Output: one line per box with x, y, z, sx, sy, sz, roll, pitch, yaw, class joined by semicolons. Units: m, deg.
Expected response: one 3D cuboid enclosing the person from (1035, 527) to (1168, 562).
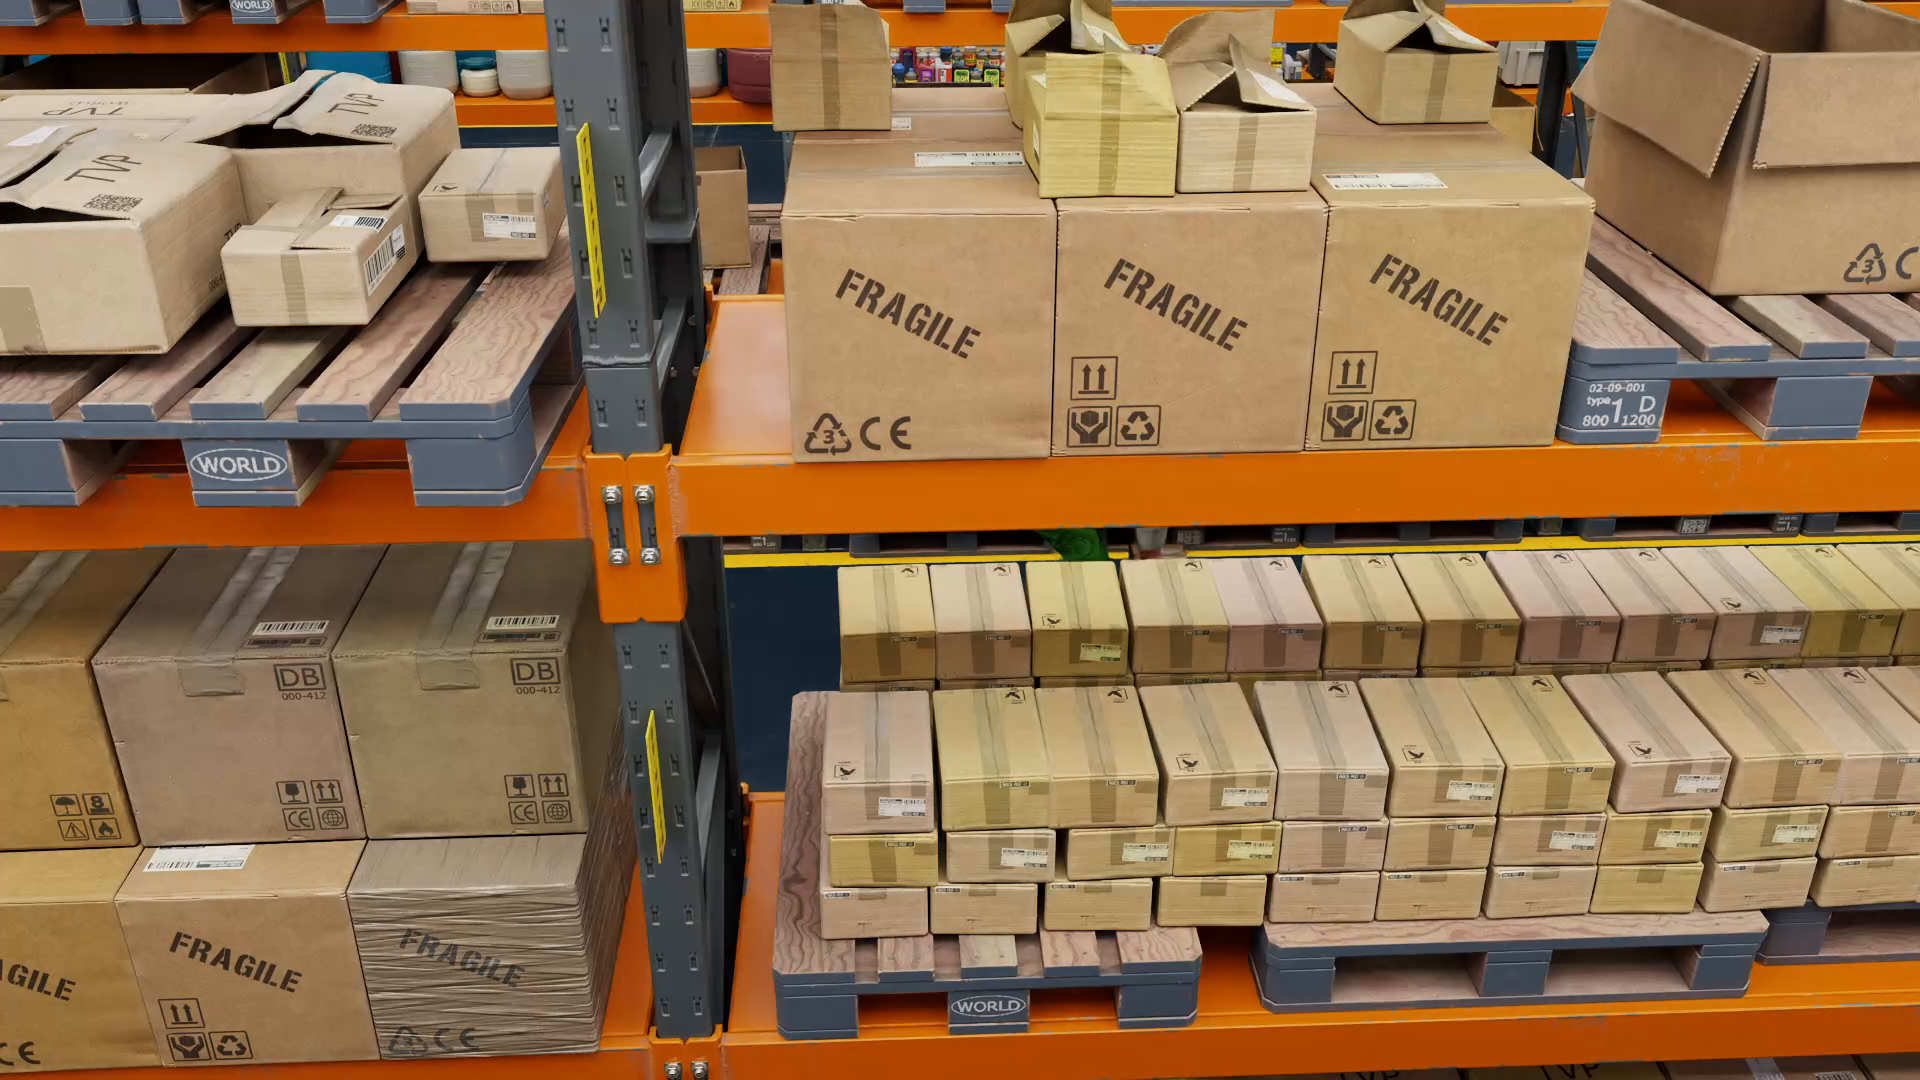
0.737;0.062;7.711;0.965;1.106;0.498;-2;27;-4;person
